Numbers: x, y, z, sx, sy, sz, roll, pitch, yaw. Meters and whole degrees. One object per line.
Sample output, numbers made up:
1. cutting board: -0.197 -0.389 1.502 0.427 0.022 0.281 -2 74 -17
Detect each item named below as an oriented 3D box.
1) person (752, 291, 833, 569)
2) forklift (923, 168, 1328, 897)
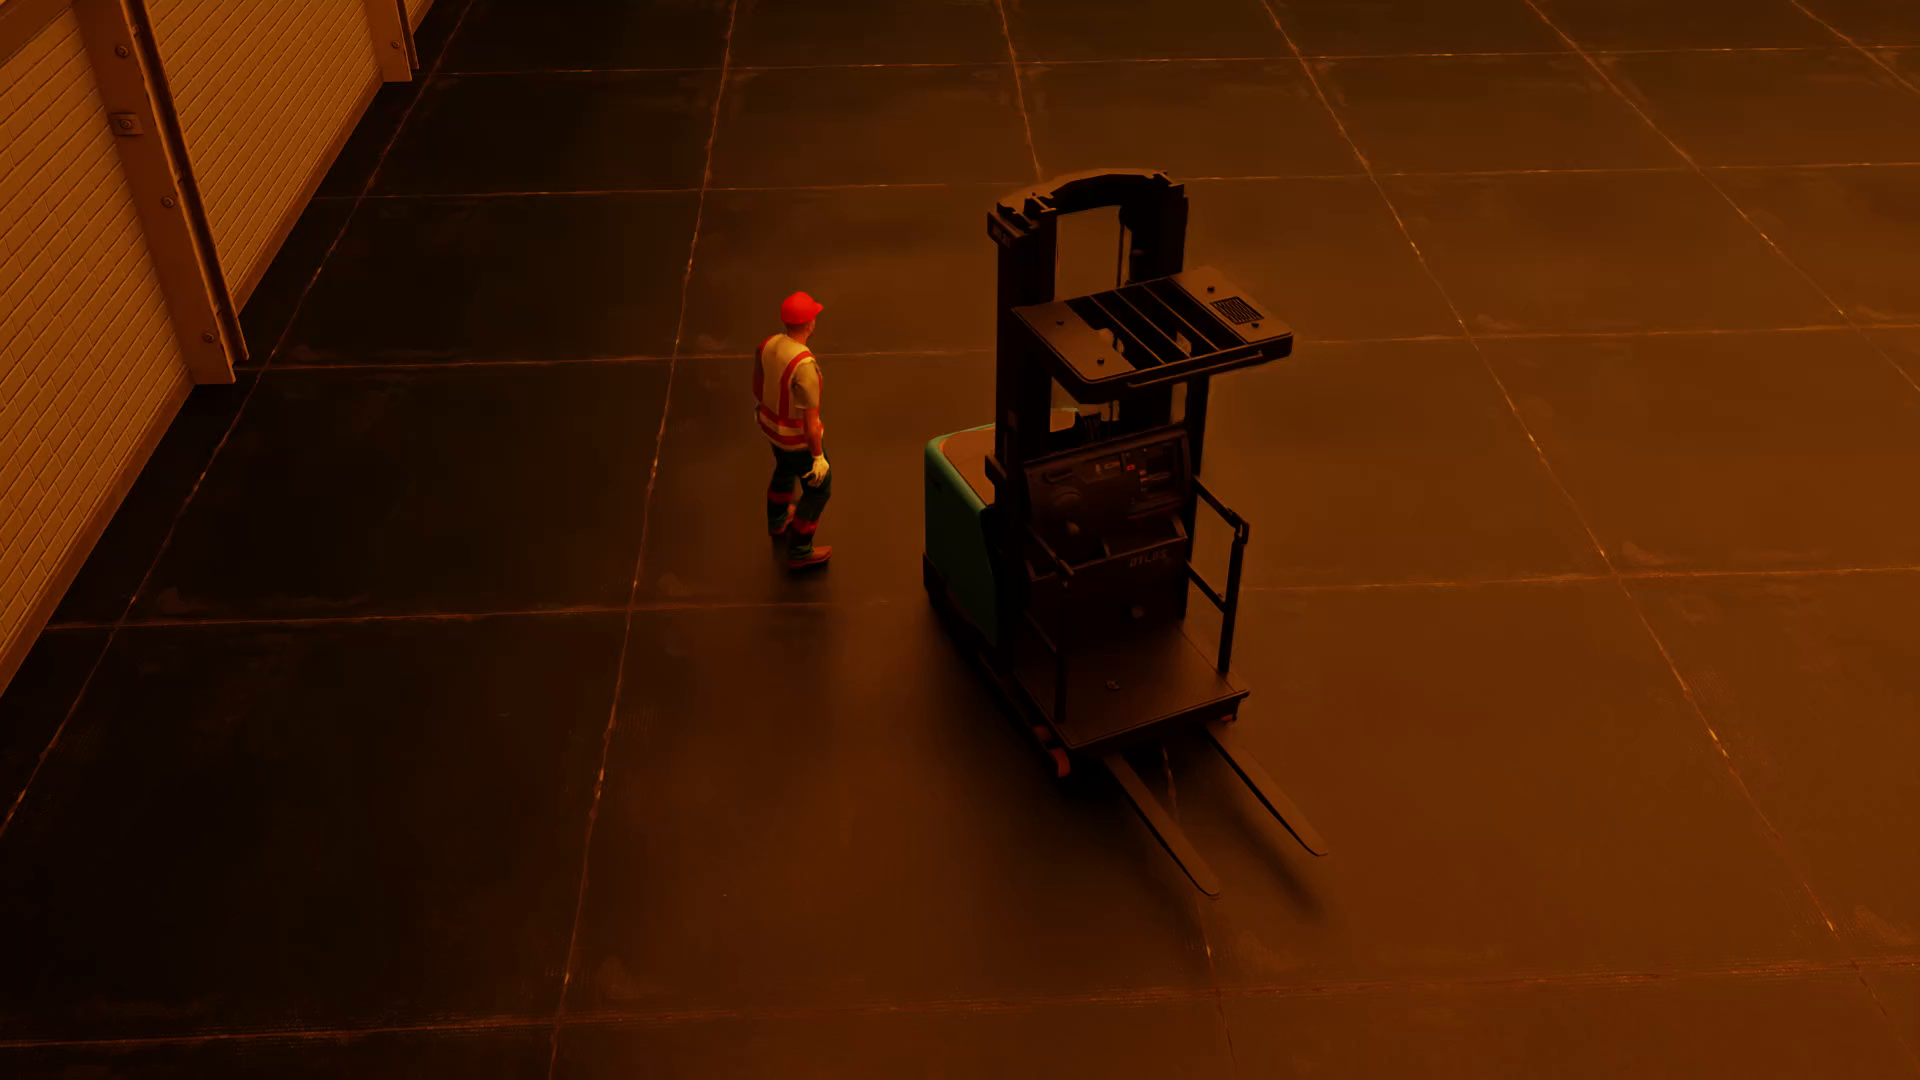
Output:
1. person: -0.959 -0.659 9.852 0.430 1.749 0.849 -24 42 -29
2. forklift: 0.852 -0.220 8.313 1.130 2.935 3.031 -15 39 -20
